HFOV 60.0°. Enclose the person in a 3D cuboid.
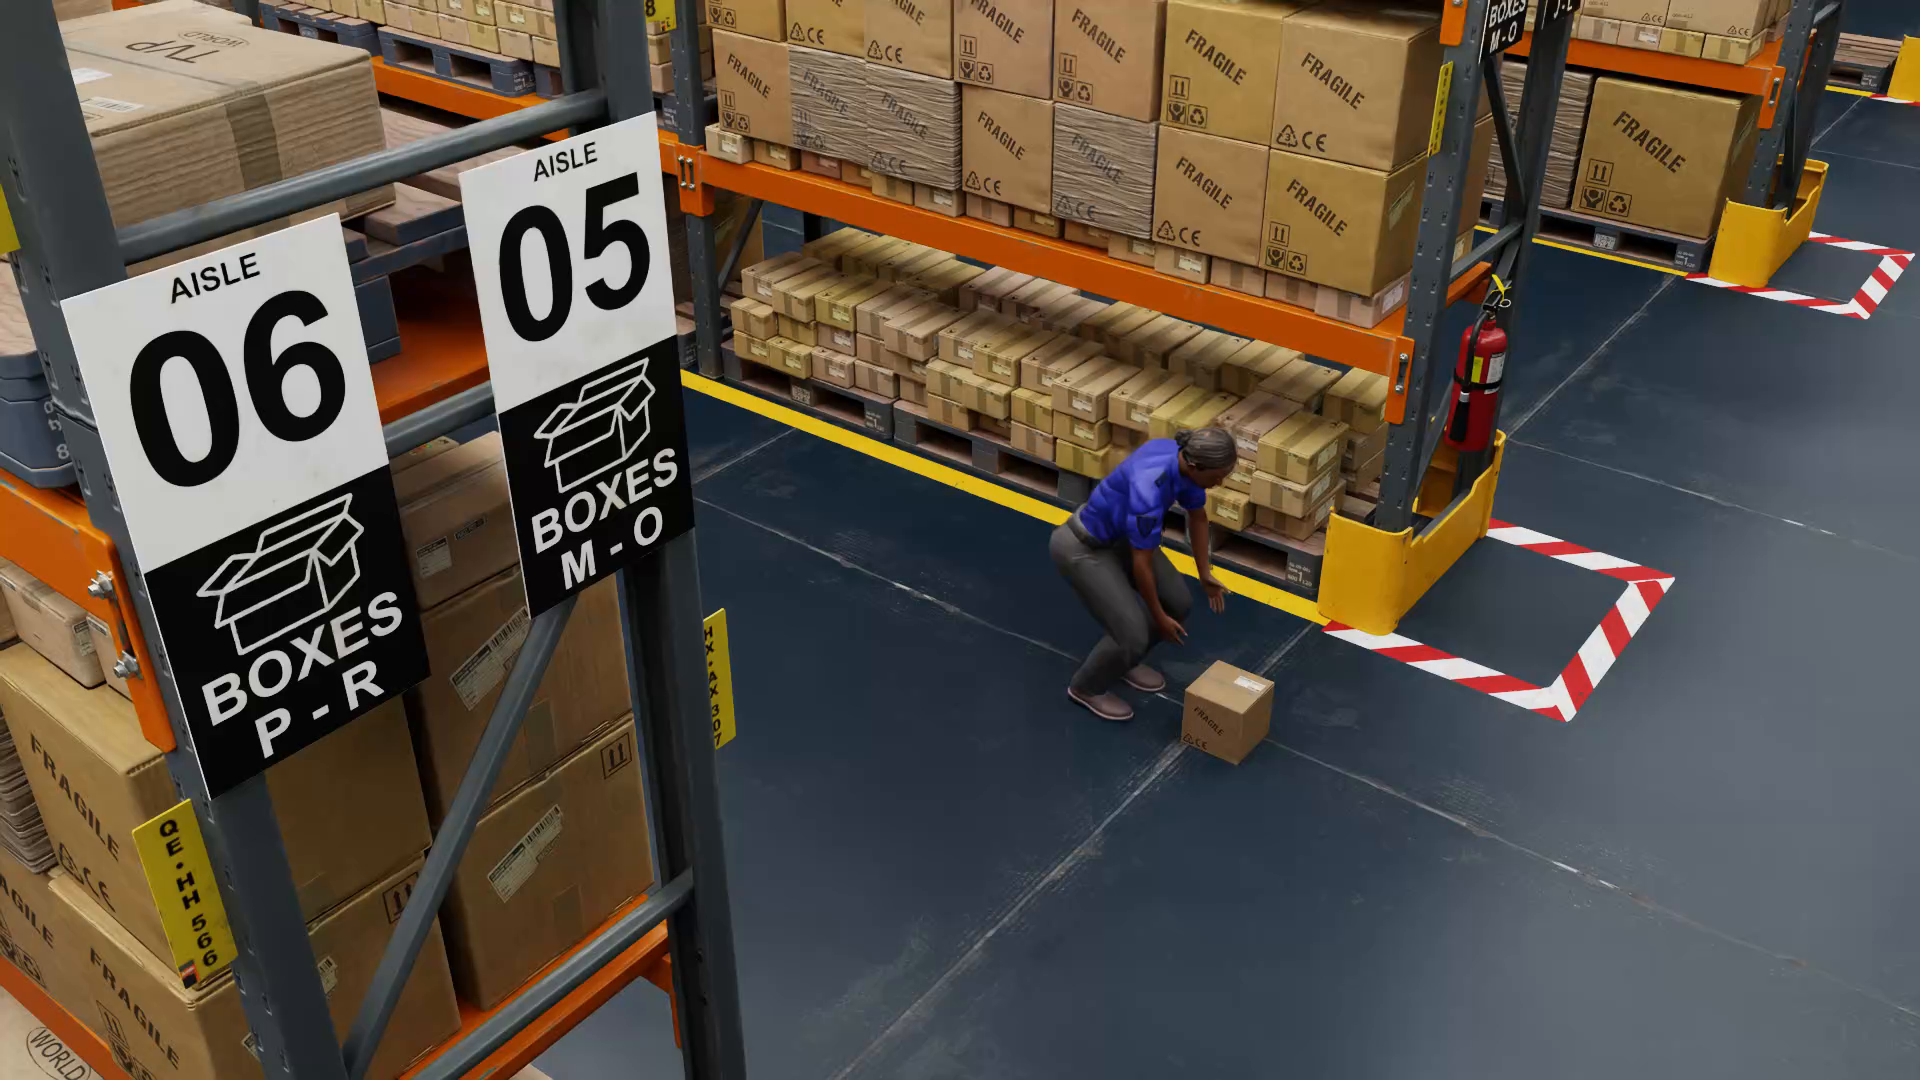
[{"bbox_3d":[0.703,0.077,6.388,0.684,1.277,0.497,21,37,31],"label":"person"}]
